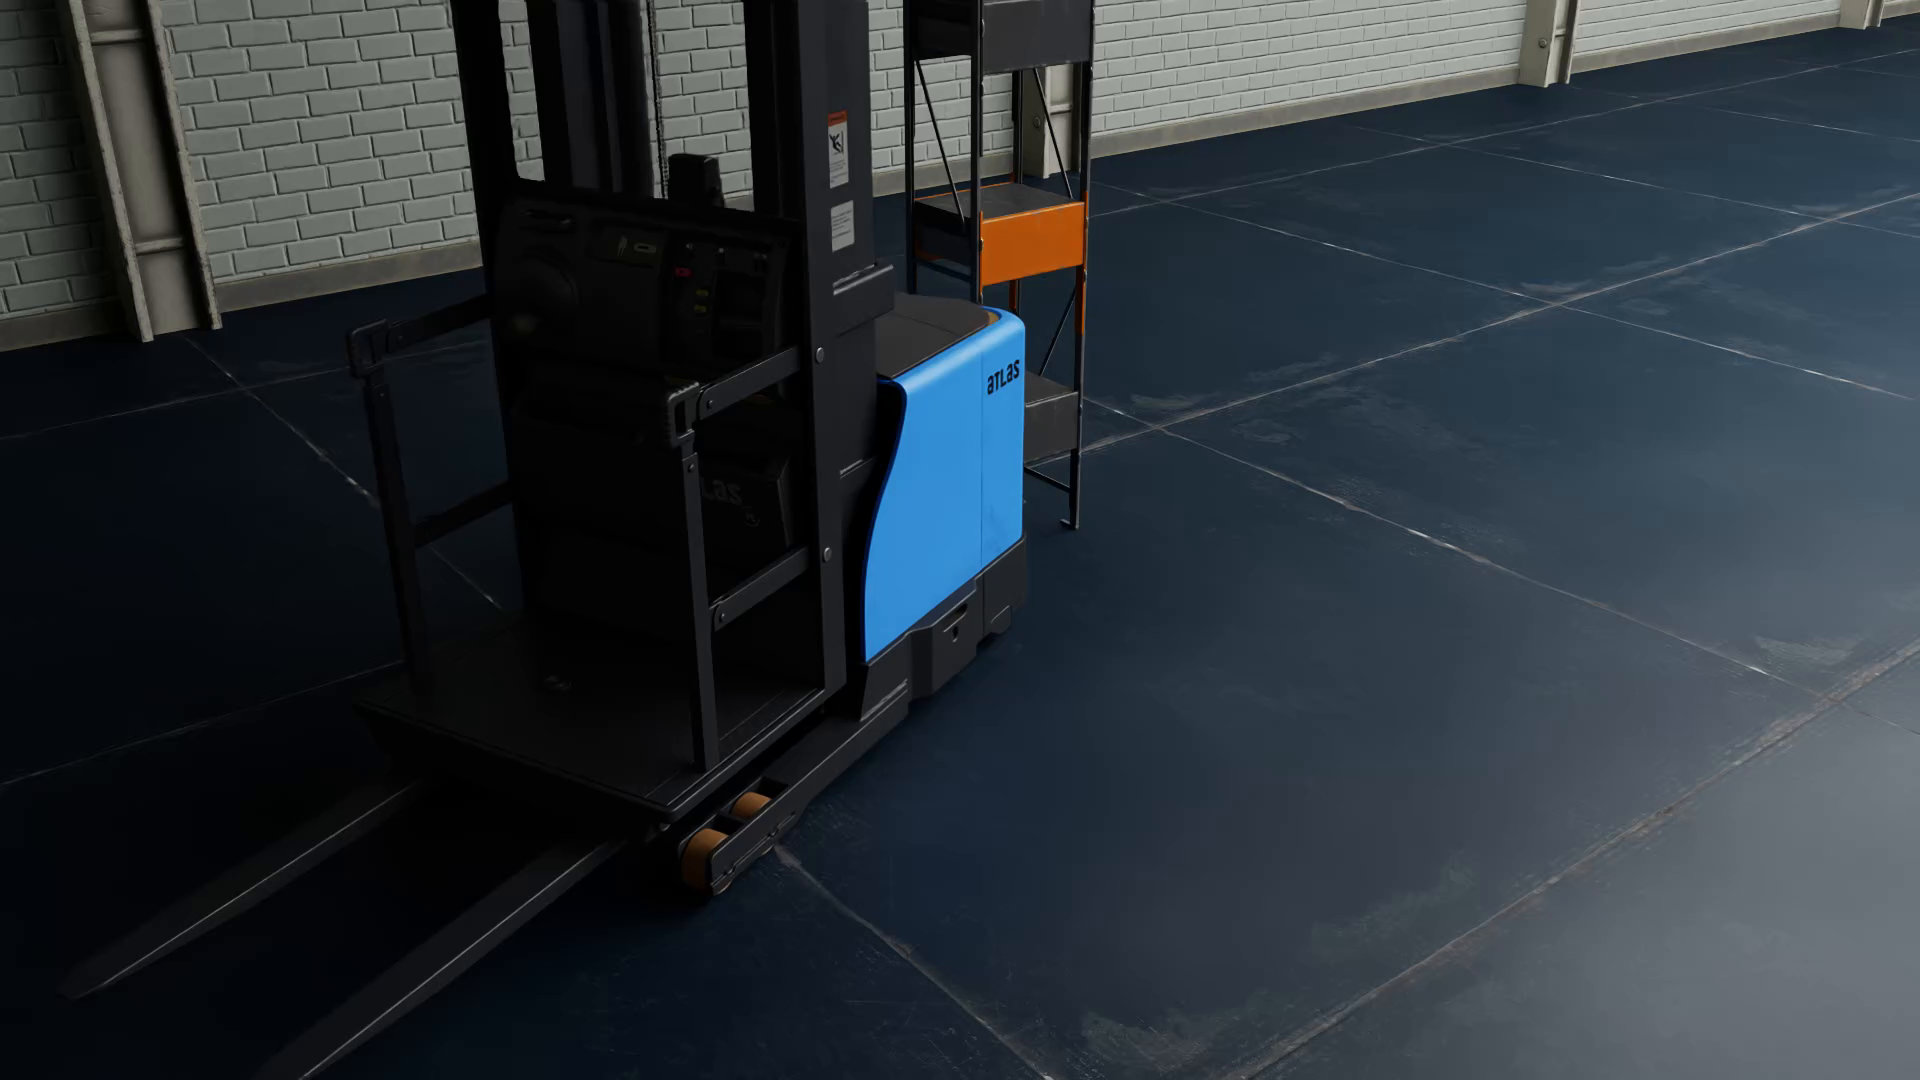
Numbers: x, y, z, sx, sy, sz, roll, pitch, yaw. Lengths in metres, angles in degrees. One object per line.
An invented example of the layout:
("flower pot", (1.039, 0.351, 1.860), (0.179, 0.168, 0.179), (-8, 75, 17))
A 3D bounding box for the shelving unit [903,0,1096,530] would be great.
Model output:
("shelving unit", (0.130, -0.995, 5.901), (0.503, 2.100, 0.431), (-18, 31, -34))

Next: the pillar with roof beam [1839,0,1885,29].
("pillar with roof beam", (12.749, -8.431, 13.728), (0.400, 9.000, 9.100), (-18, 31, -34))

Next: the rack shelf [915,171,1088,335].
("rack shelf", (0.130, -0.983, 5.906), (0.480, 0.518, 0.431), (-18, 31, -34))

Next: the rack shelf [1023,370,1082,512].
("rack shelf", (0.130, -0.348, 6.201), (0.480, 0.518, 0.431), (-18, 31, -34))

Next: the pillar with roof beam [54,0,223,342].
("pillar with roof beam", (-1.416, -3.756, 3.653), (0.400, 9.000, 9.100), (-18, 31, -34))

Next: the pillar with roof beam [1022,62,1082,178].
("pillar with roof beam", (3.306, -5.314, 7.011), (0.400, 9.000, 9.100), (-18, 31, -34))

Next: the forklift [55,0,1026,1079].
("forklift", (-0.937, -0.635, 4.137), (1.130, 2.935, 3.031), (13, 28, 26))

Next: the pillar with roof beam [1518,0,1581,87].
("pillar with roof beam", (8.027, -6.873, 10.369), (0.400, 9.000, 9.100), (-18, 31, -34))

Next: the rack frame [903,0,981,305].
("rack frame", (-0.062, -0.932, 5.764), (0.015, 2.100, 0.400), (-18, 31, -34))

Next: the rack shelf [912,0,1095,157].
("rack shelf", (0.130, -1.618, 5.612), (0.480, 0.518, 0.431), (-18, 31, -34))

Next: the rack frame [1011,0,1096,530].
("rack frame", (0.322, -1.059, 6.037), (0.015, 2.100, 0.400), (-18, 31, -34))
